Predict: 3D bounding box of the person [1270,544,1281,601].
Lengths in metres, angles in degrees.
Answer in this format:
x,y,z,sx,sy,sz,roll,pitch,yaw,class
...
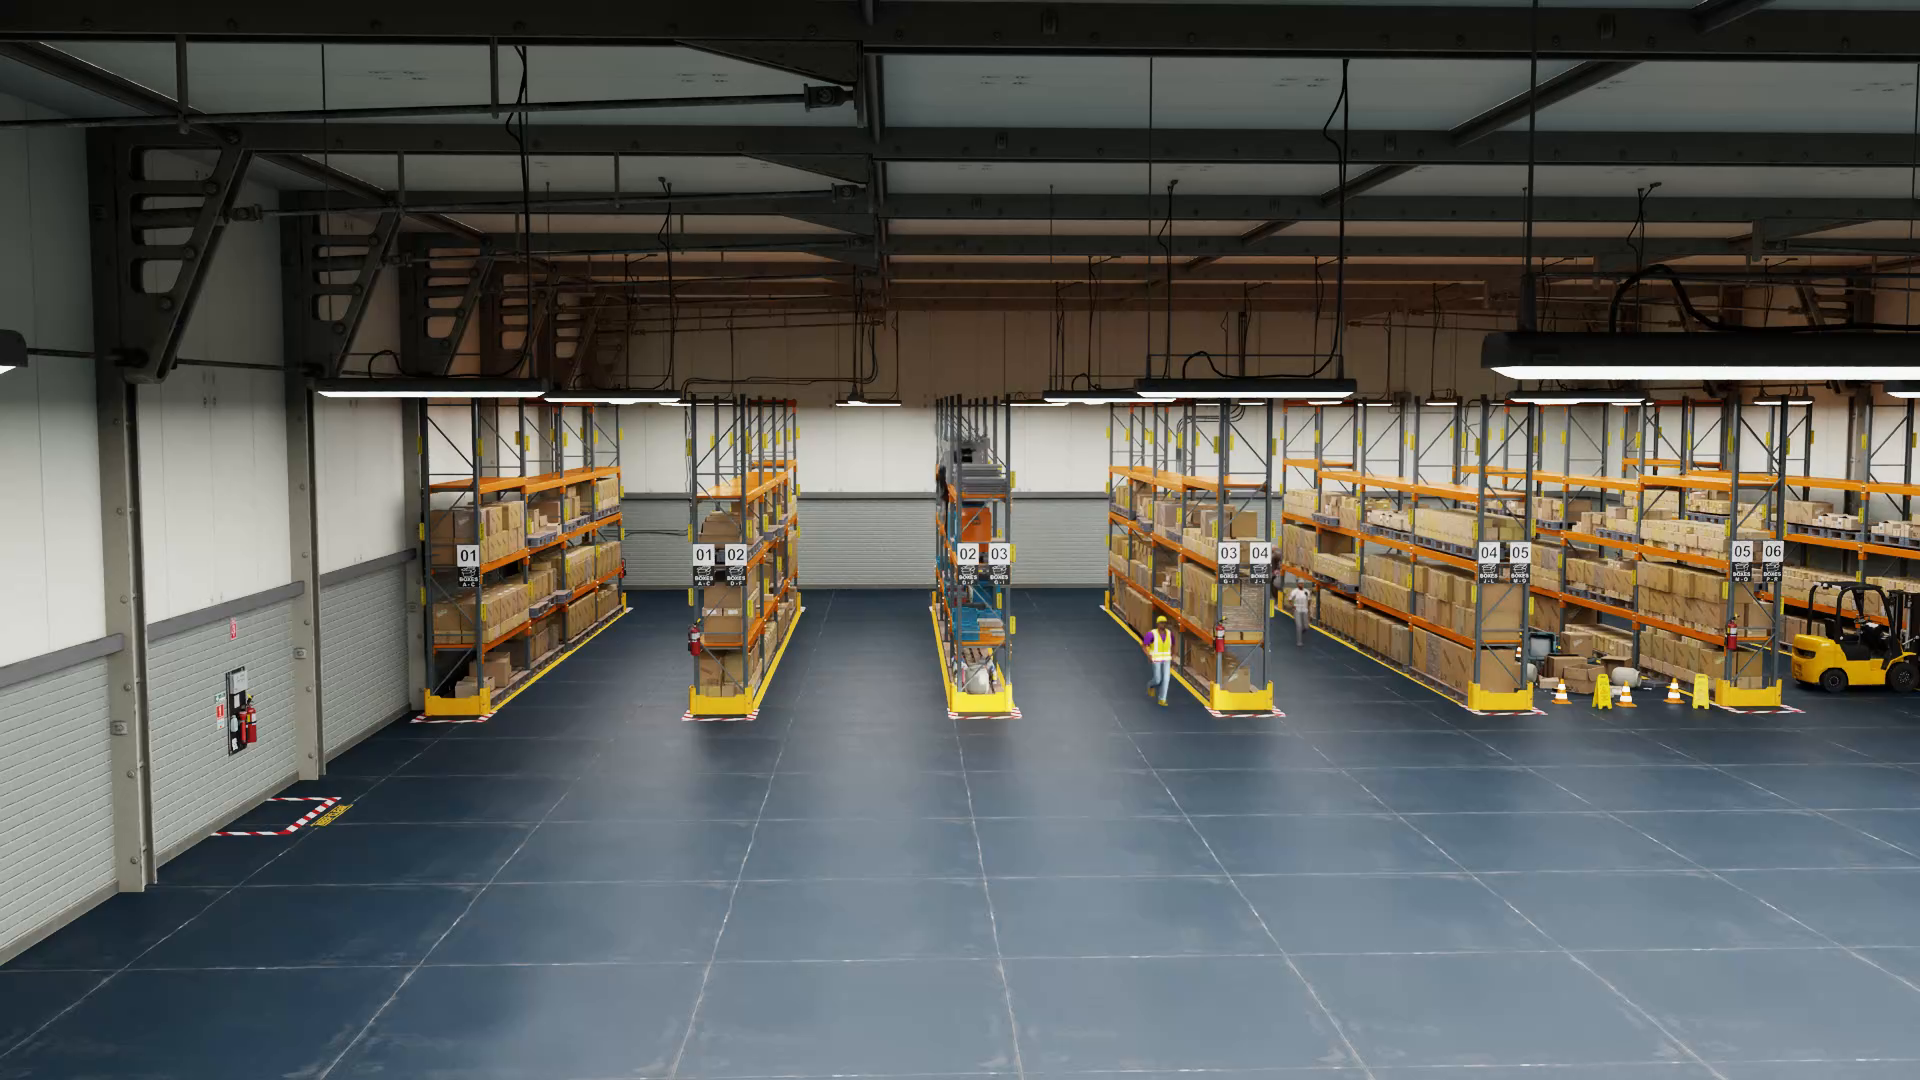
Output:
x,y,z,sx,sy,sz,roll,pitch,yaw,class
9.184,1.015,48.871,0.753,1.801,0.768,-1,5,-12,person

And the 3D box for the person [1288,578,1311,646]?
x,y,z,sx,sy,sz,roll,pitch,yaw,class
8.245,1.727,40.286,0.573,1.650,0.563,0,5,-3,person

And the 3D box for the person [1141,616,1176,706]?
x,y,z,sx,sy,sz,roll,pitch,yaw,class
3.876,2.327,32.261,0.710,1.730,0.755,-1,5,-15,person

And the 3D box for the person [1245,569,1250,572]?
x,y,z,sx,sy,sz,roll,pitch,yaw,class
7.951,1.243,46.831,0.620,1.607,0.570,1,5,14,person
